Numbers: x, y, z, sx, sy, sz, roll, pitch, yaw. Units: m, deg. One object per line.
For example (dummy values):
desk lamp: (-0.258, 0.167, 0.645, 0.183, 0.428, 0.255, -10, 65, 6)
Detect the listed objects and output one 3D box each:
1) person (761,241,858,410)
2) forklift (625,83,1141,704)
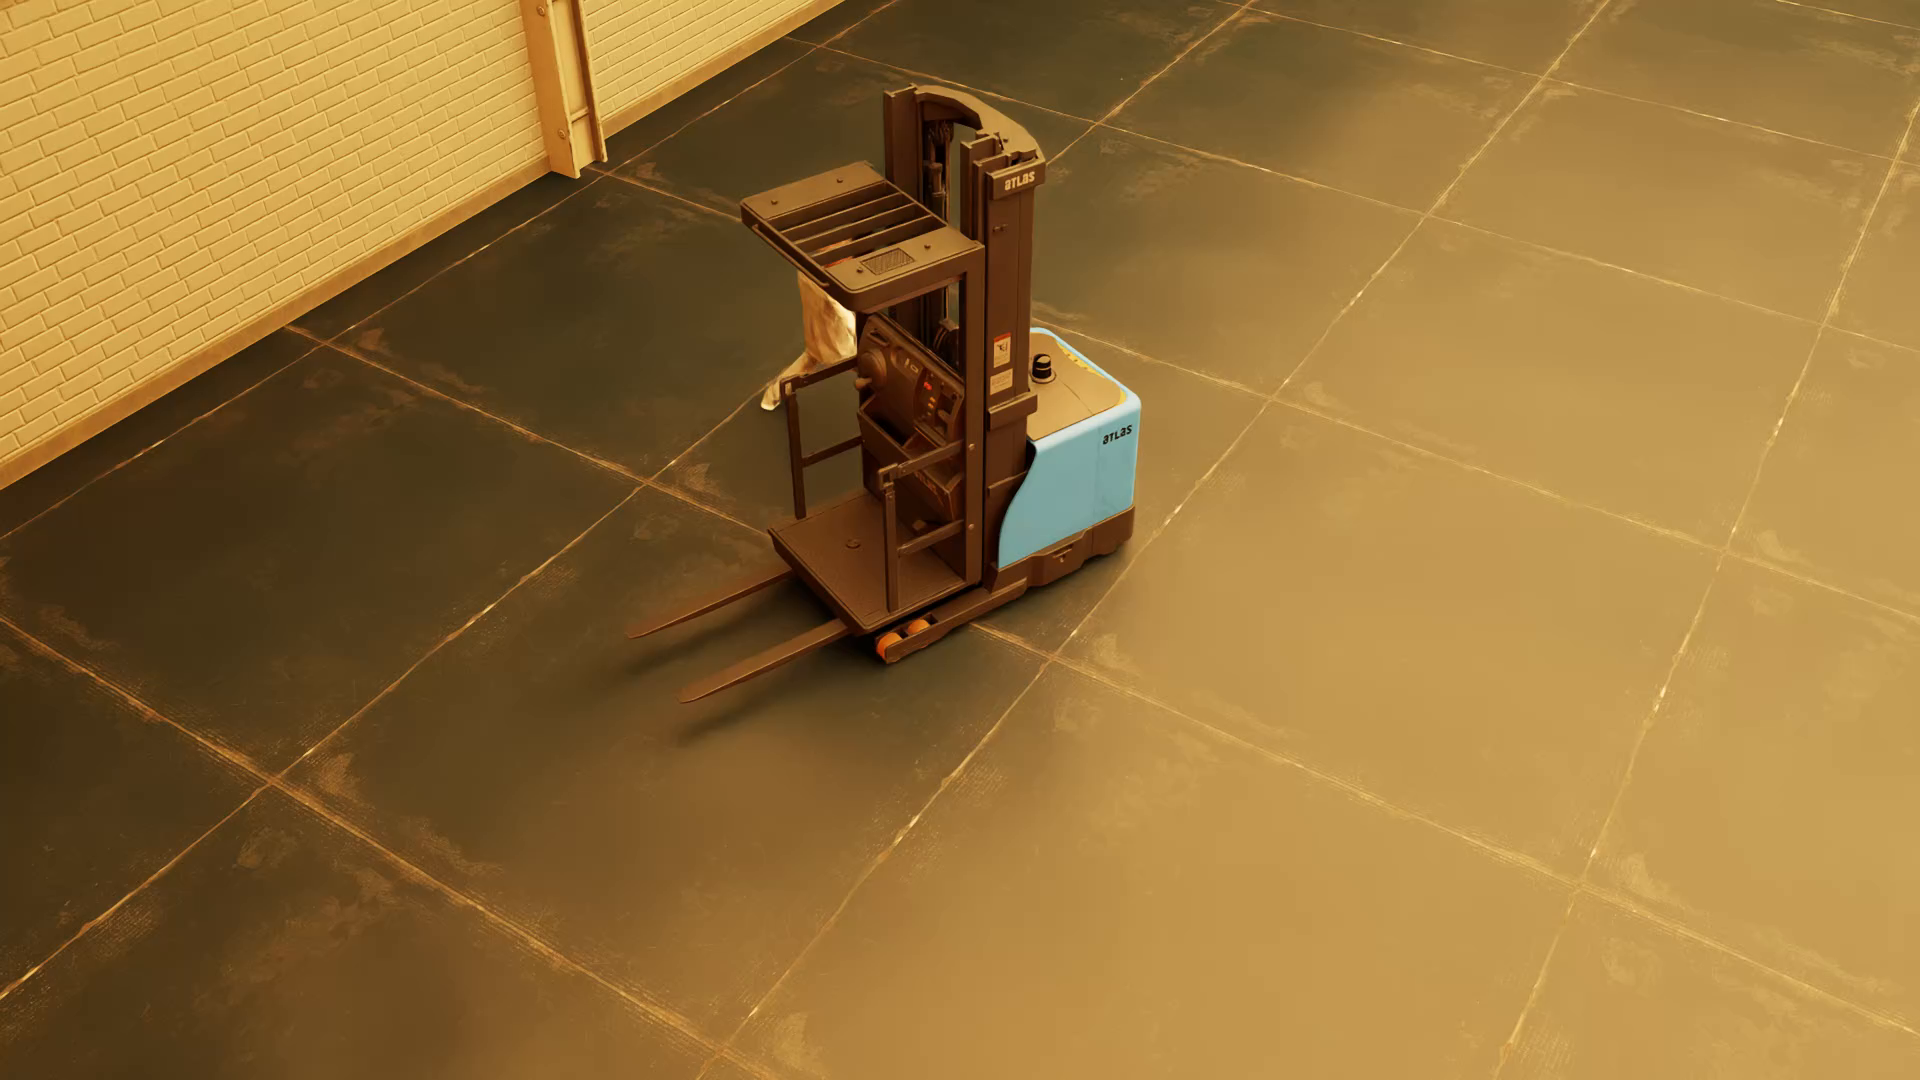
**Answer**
person: (-0.766, -1.353, 10.753, 0.907, 1.401, 0.991, -24, 46, -26)
forklift: (-0.441, -0.816, 8.930, 3.031, 2.935, 1.130, -24, 46, -26)
